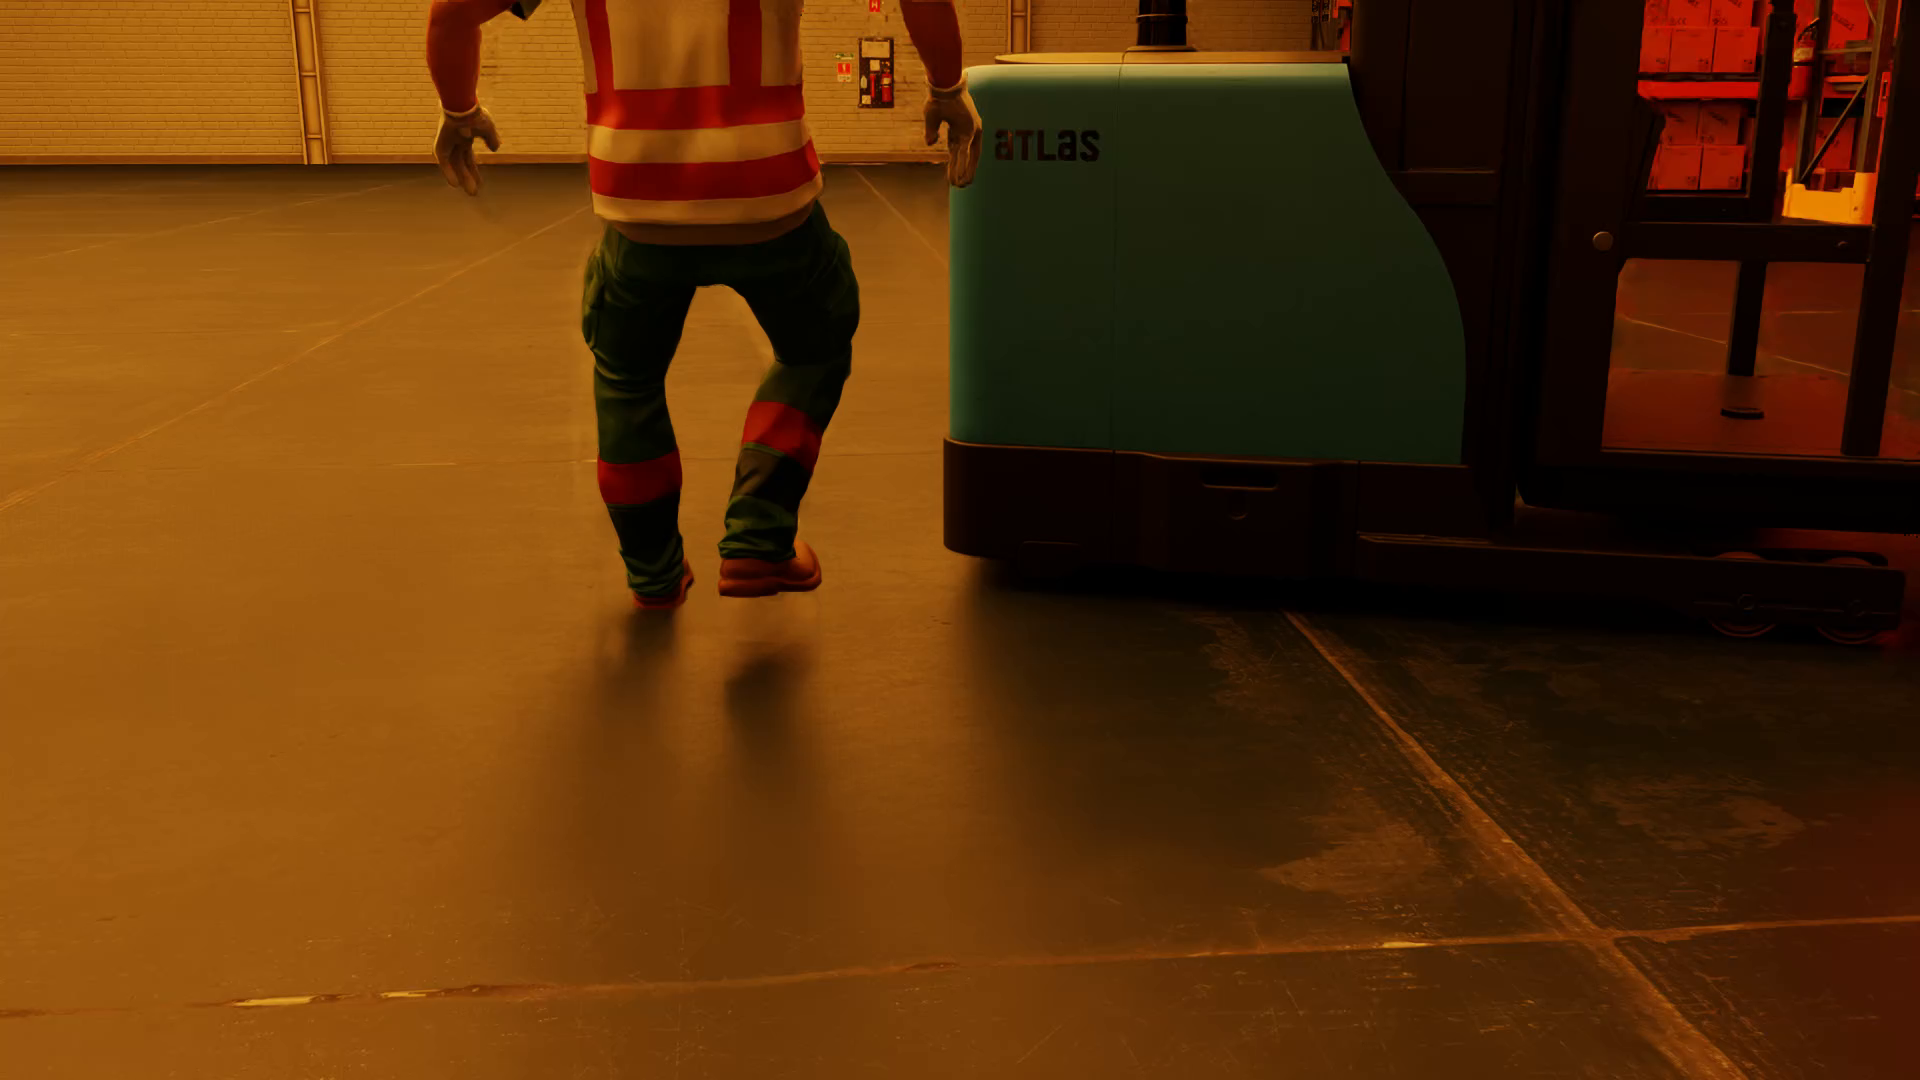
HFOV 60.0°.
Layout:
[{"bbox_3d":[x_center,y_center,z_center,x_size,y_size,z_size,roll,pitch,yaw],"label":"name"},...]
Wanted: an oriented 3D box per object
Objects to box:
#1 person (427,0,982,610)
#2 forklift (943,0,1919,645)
[{"bbox_3d":[-0.455,-0.649,3.110,0.998,1.722,0.683,2,15,7],"label":"person"},{"bbox_3d":[1.536,-1.365,3.364,3.031,2.935,1.130,3,15,12],"label":"forklift"}]
